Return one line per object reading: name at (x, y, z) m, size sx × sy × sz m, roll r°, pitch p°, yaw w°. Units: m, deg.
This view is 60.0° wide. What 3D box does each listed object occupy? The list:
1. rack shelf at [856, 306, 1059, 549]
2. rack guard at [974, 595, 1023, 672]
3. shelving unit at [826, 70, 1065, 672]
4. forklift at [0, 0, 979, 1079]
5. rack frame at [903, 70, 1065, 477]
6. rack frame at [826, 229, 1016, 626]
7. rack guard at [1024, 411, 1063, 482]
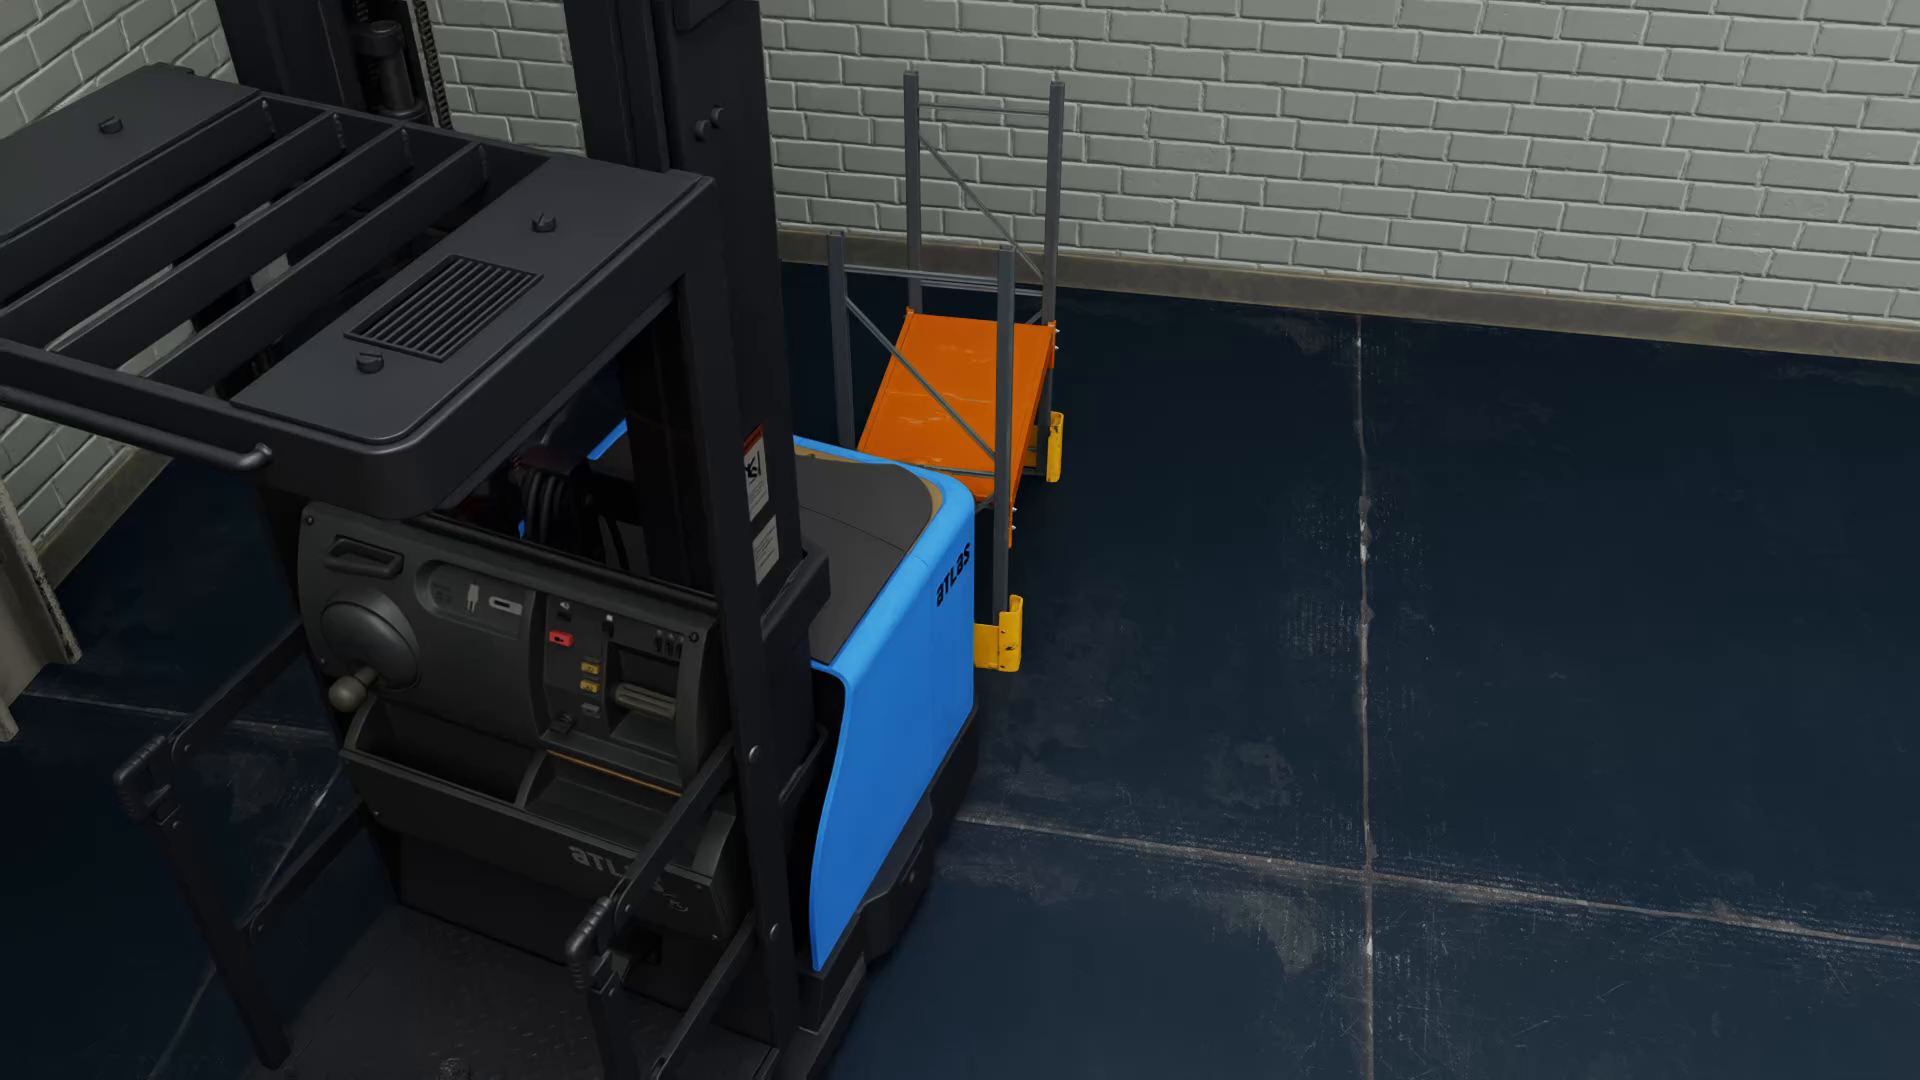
rack shelf at (-0.015, -0.386, 5.322) m, size 0.538 × 0.185 × 1.000 m, roll 6°, pitch 40°, yaw 8°
rack guard at (-0.099, 0.264, 5.234) m, size 0.587 × 0.250 × 0.087 m, roll 6°, pitch 40°, yaw 8°
shelving unit at (-0.013, -0.530, 5.214) m, size 0.587 × 1.500 × 1.083 m, roll 6°, pitch 40°, yaw 8°
forklift at (-0.987, 0.290, 3.098) m, size 1.130 × 2.935 × 3.031 m, roll 15°, pitch 42°, yaw 17°
rack frame at (0.073, -0.844, 5.593) m, size 0.500 × 1.500 × 0.032 m, roll 6°, pitch 40°, yaw 8°
rack frame at (-0.103, -0.205, 4.821) m, size 0.500 × 1.500 × 0.032 m, roll 6°, pitch 40°, yaw 8°
rack guard at (0.073, -0.361, 5.991) m, size 0.587 × 0.250 × 0.087 m, roll 6°, pitch 40°, yaw 8°
